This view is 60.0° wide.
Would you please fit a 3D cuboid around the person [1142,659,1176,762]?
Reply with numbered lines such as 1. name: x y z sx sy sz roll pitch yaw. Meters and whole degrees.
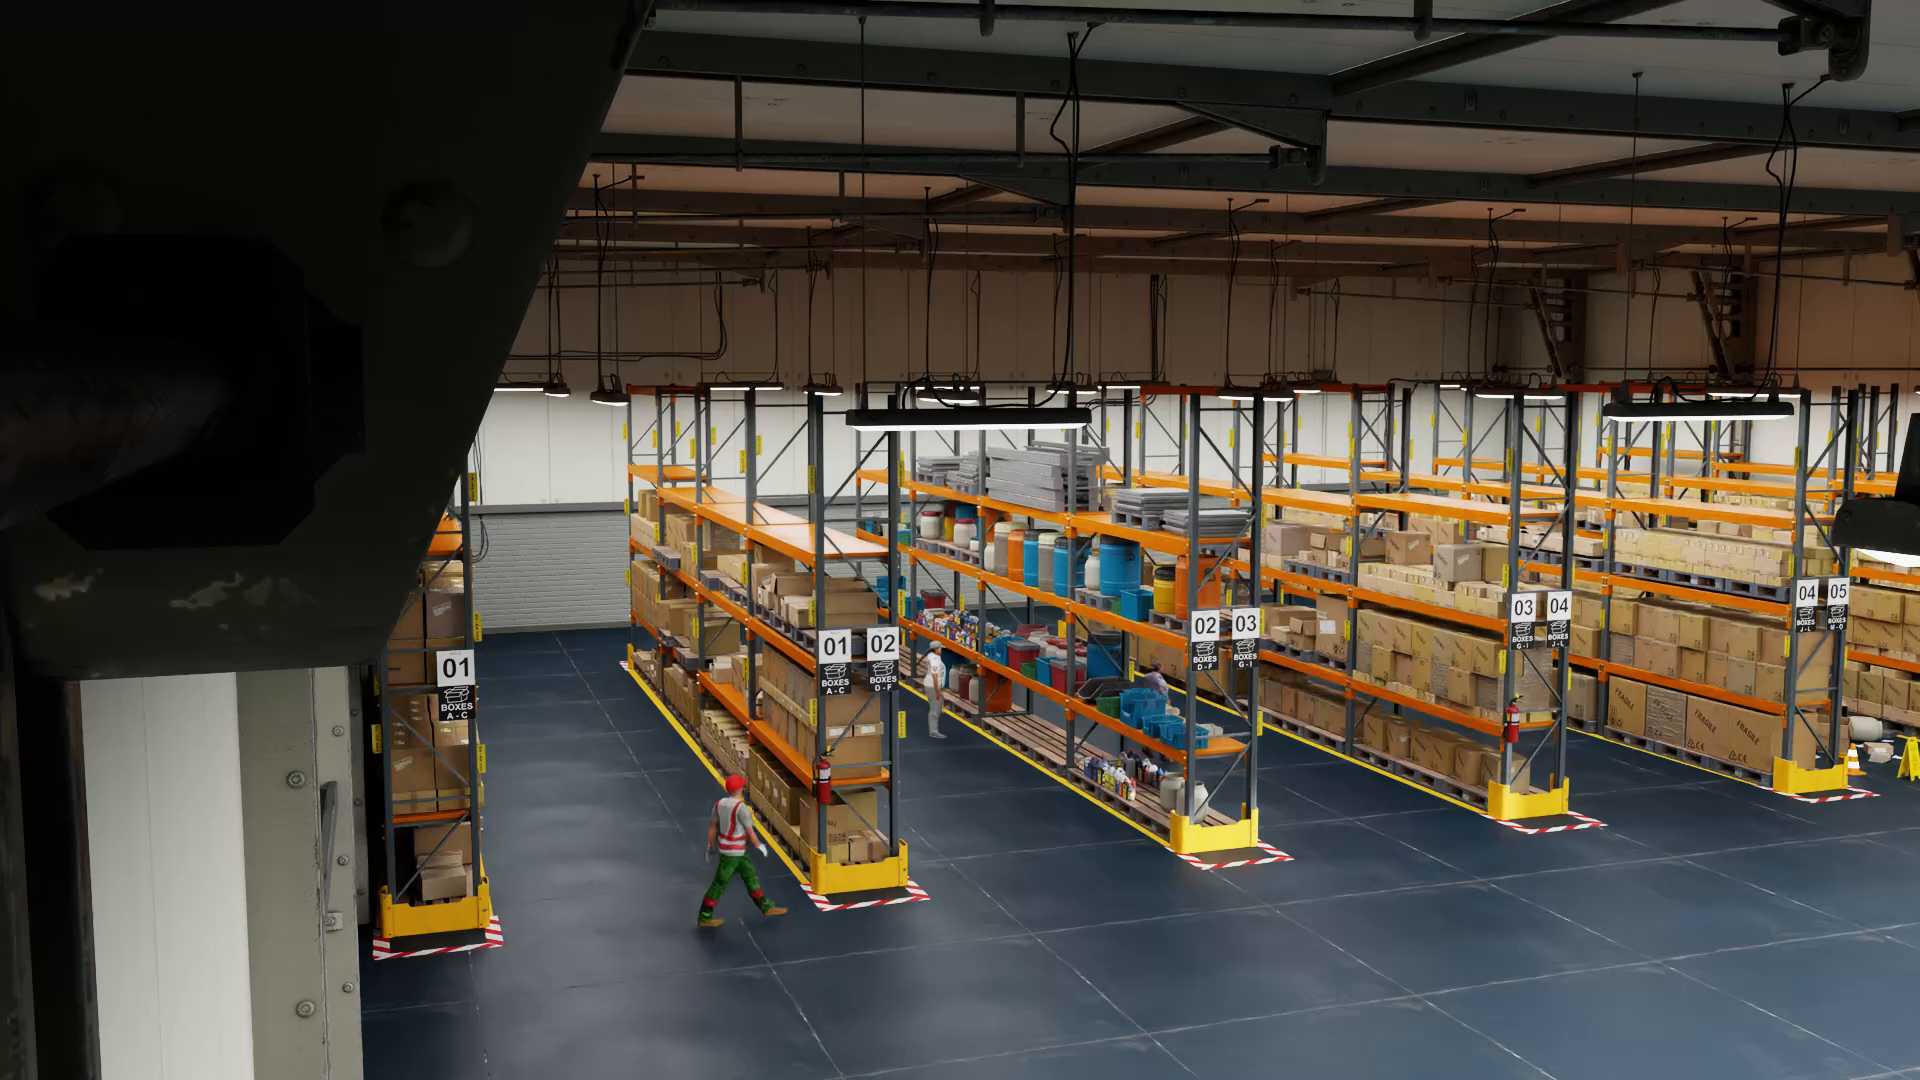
1. person: 3.200 2.739 26.846 0.505 1.653 0.585 -3 7 -28

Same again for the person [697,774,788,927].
1. person: -2.458 3.493 18.792 1.039 1.730 0.495 -1 6 -10

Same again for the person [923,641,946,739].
1. person: -0.431 2.595 28.631 0.393 1.746 0.545 0 6 -4
